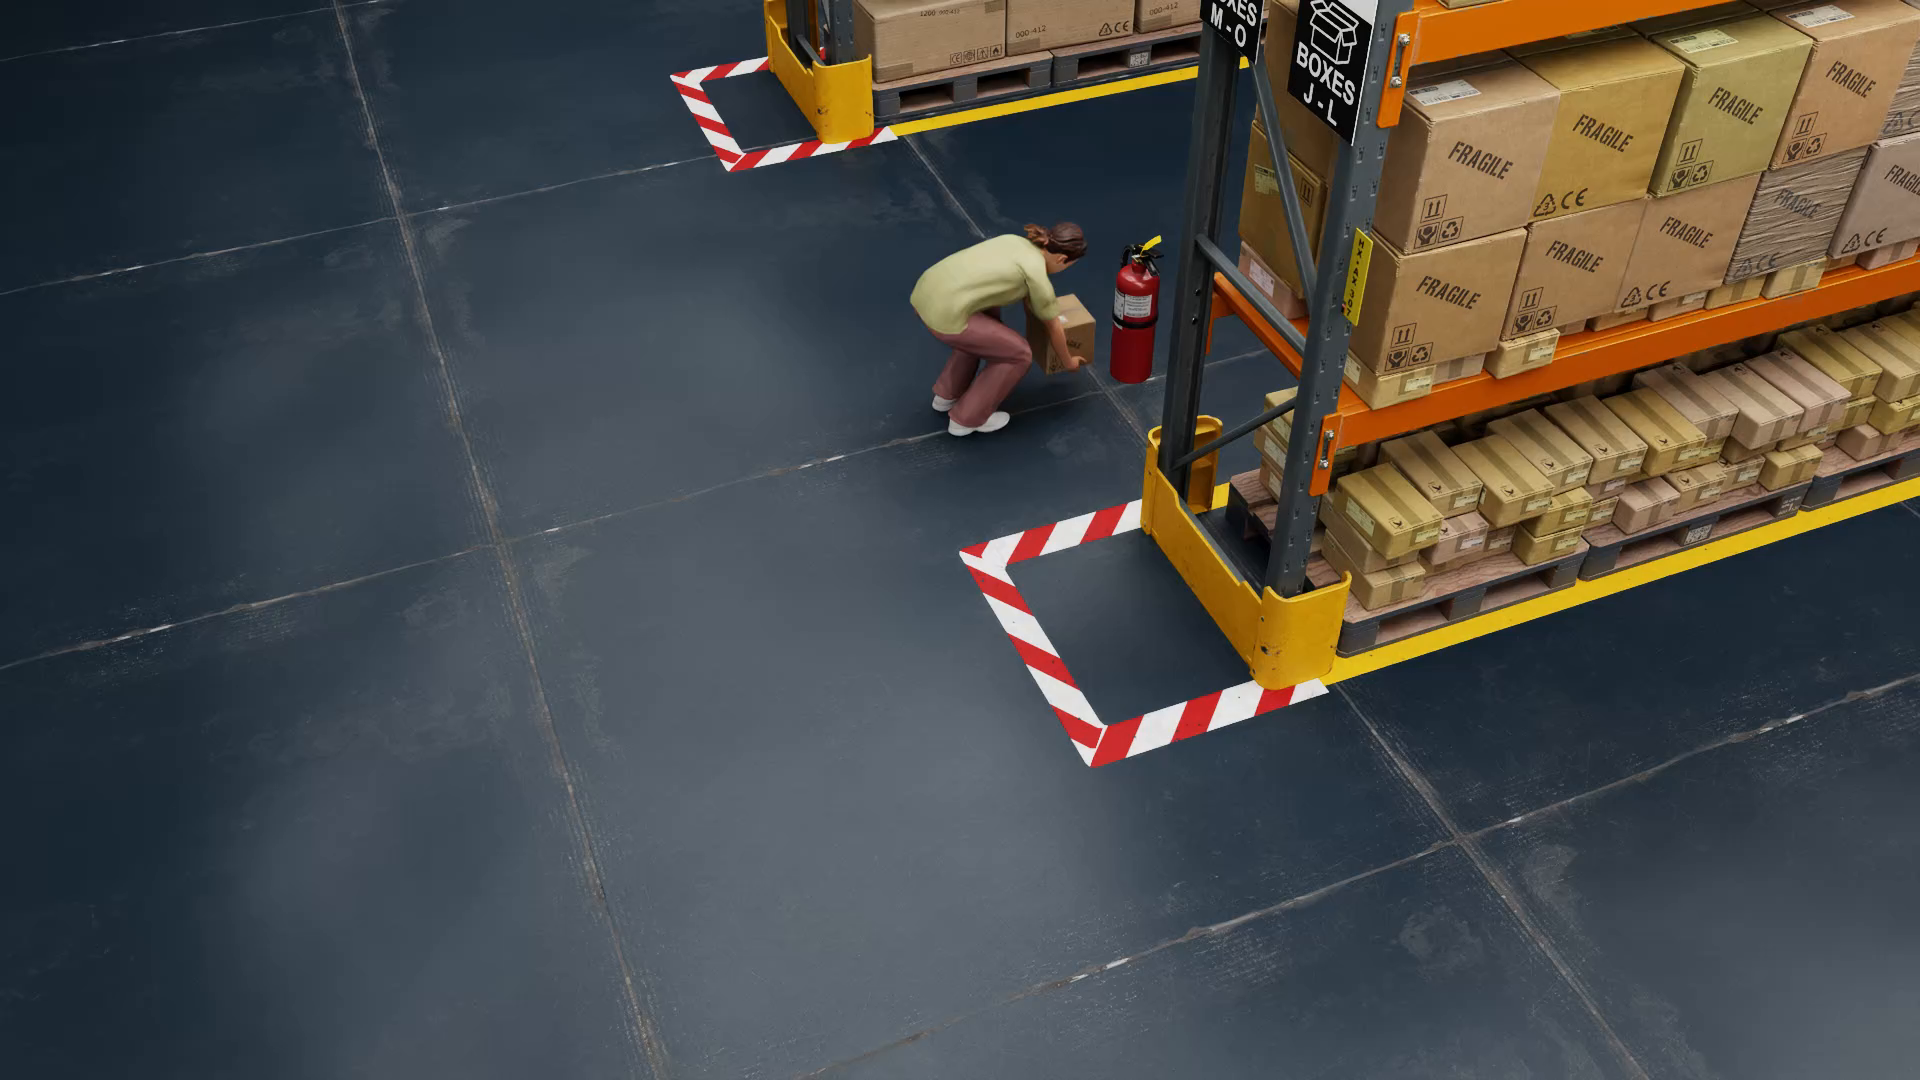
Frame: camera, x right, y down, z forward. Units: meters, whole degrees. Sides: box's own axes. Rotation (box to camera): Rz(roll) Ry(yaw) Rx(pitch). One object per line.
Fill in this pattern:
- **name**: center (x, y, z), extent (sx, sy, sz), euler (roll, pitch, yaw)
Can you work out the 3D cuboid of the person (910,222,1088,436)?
- **person**: center (0.194, -0.997, 7.845), extent (0.863, 0.910, 0.476), euler (-17, 45, -18)
